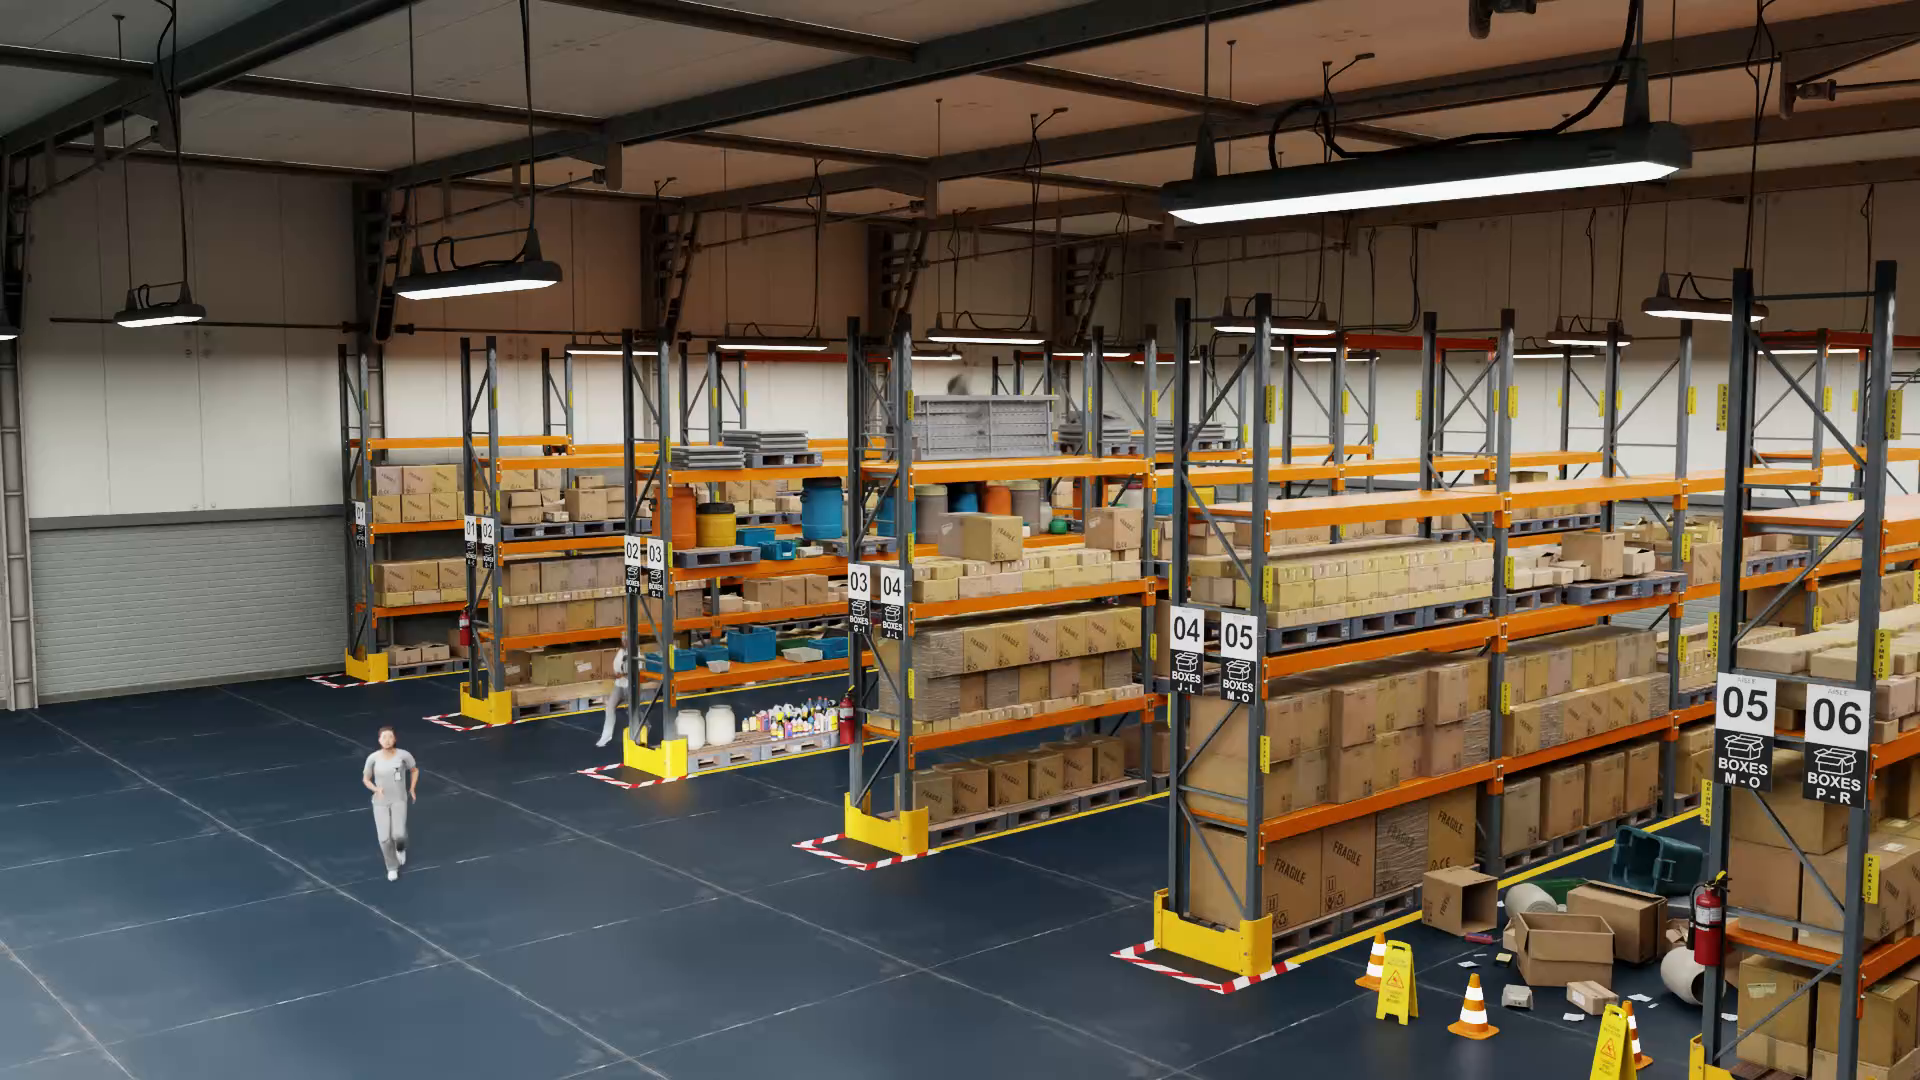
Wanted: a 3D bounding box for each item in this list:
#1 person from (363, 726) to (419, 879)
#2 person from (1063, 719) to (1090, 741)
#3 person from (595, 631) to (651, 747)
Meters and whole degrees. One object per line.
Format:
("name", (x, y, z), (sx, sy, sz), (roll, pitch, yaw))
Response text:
("person", (-6.021, 2.781, 17.599), (0.560, 1.631, 0.559), (-1, 5, -16))
("person", (1.681, 2.117, 24.266), (0.672, 1.785, 0.720), (3, 6, 33))
("person", (-4.842, 2.159, 24.313), (0.600, 1.701, 0.869), (4, 6, 38))
